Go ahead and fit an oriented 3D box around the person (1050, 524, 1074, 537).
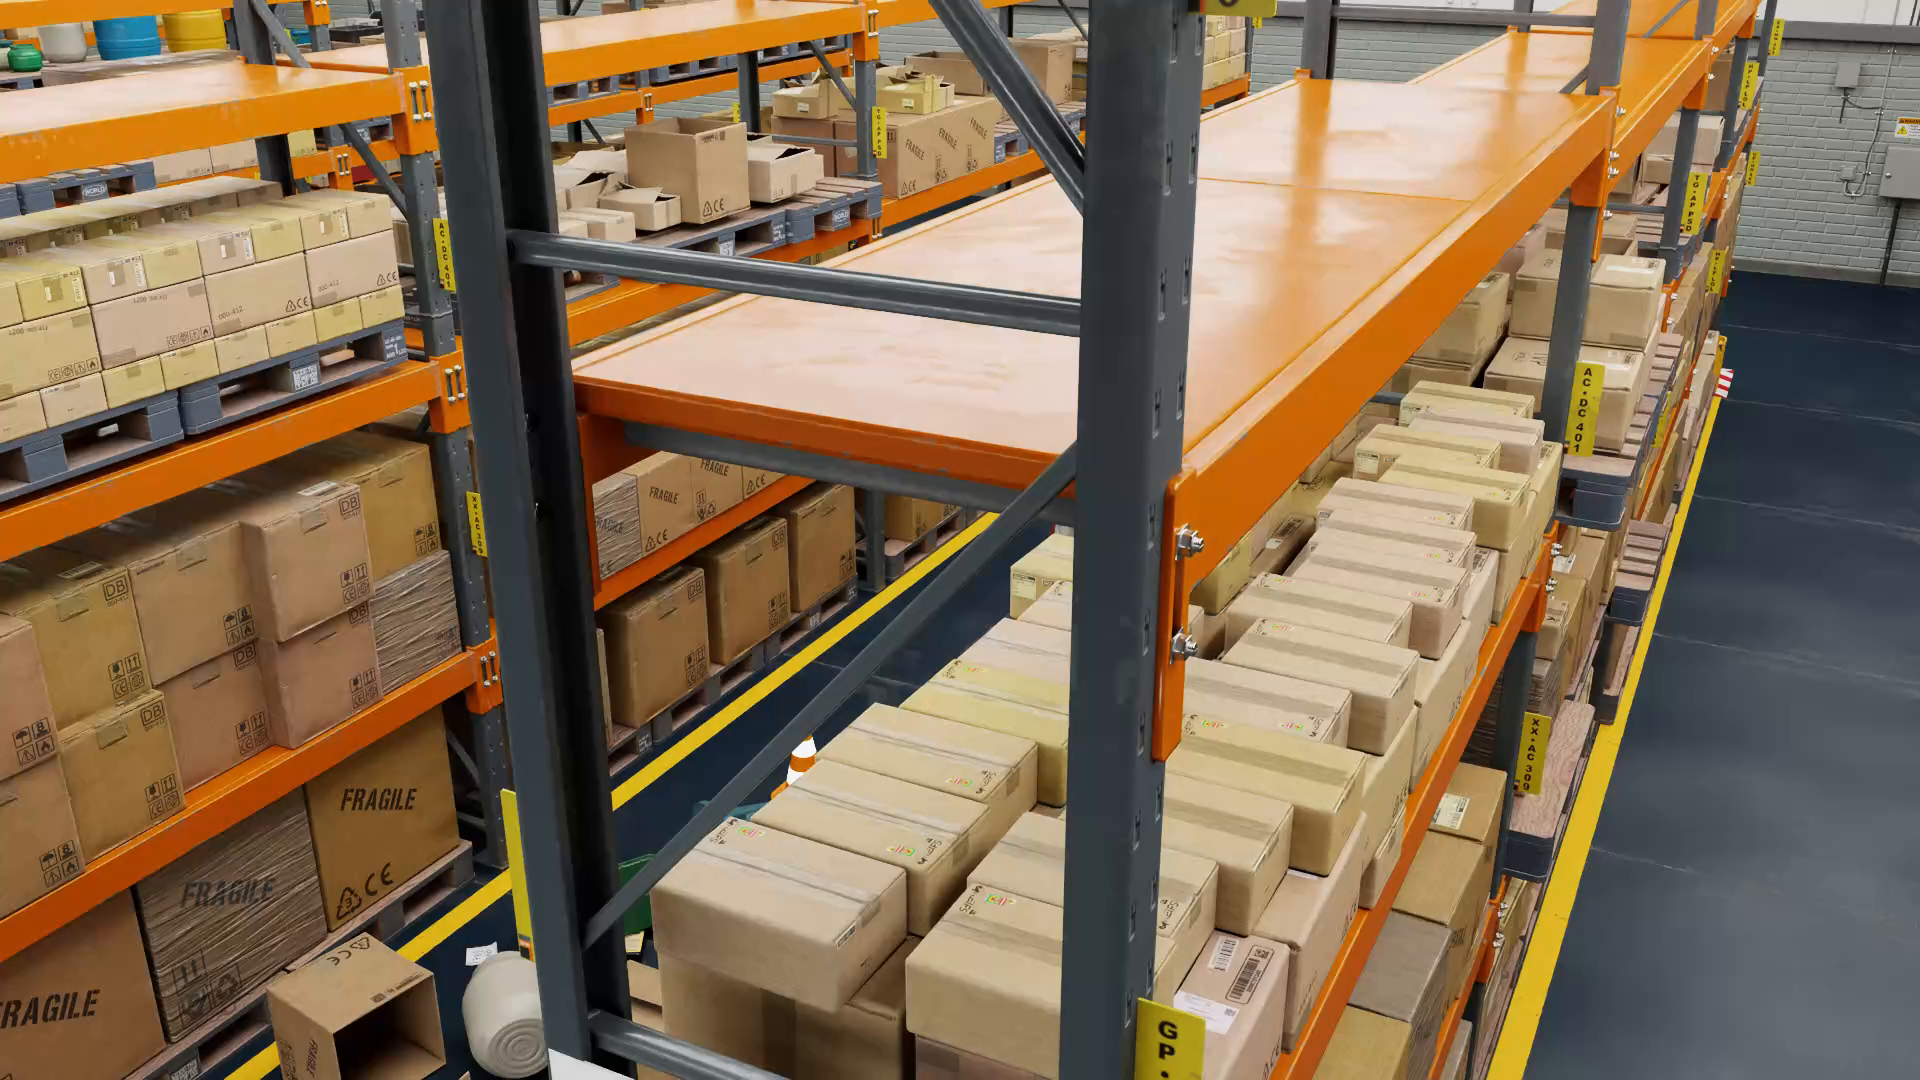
[{"bbox_3d":[0.770,0.248,10.137,0.451,1.780,0.623,10,25,23],"label":"person"}]
